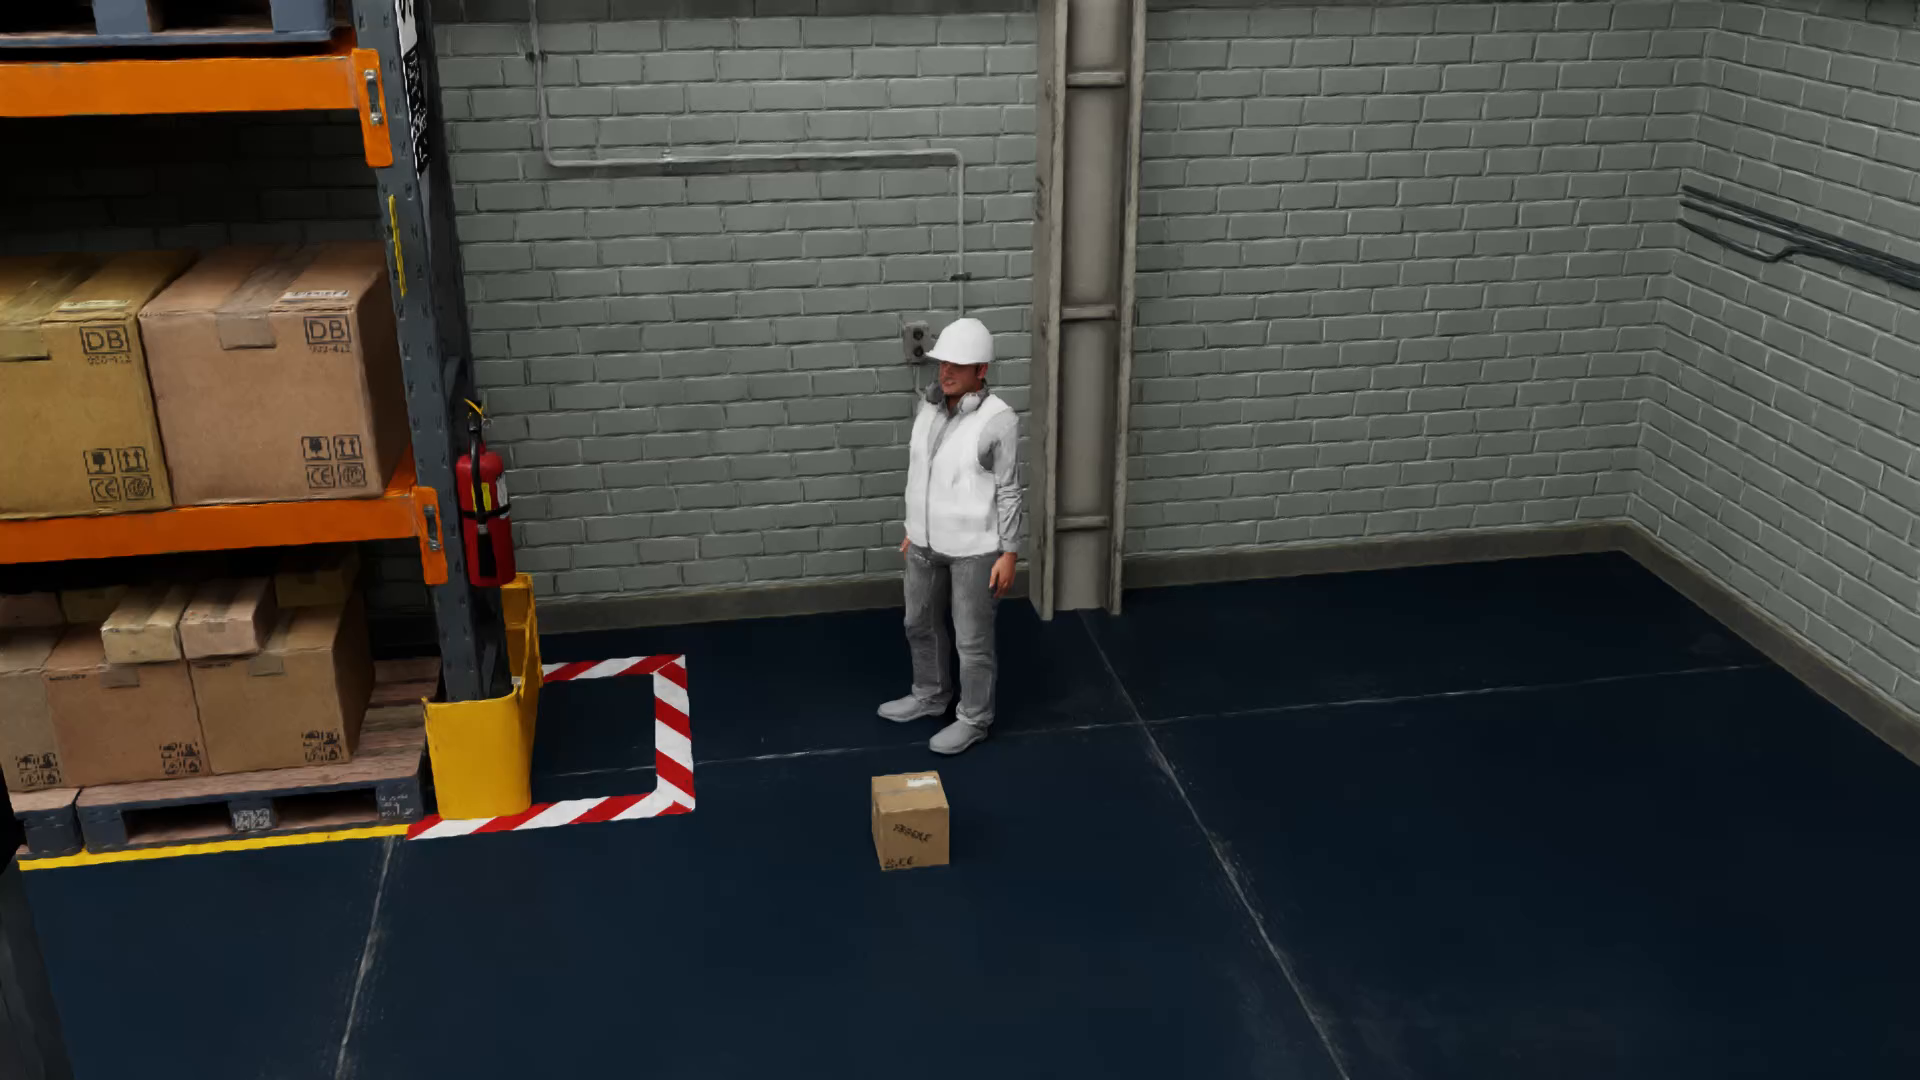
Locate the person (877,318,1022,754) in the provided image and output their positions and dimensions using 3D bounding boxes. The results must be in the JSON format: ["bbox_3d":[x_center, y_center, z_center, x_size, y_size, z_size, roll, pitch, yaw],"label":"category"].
[{"bbox_3d":[-0.042,-0.008,6.565,0.667,1.777,0.374,19,29,37],"label":"person"}]
